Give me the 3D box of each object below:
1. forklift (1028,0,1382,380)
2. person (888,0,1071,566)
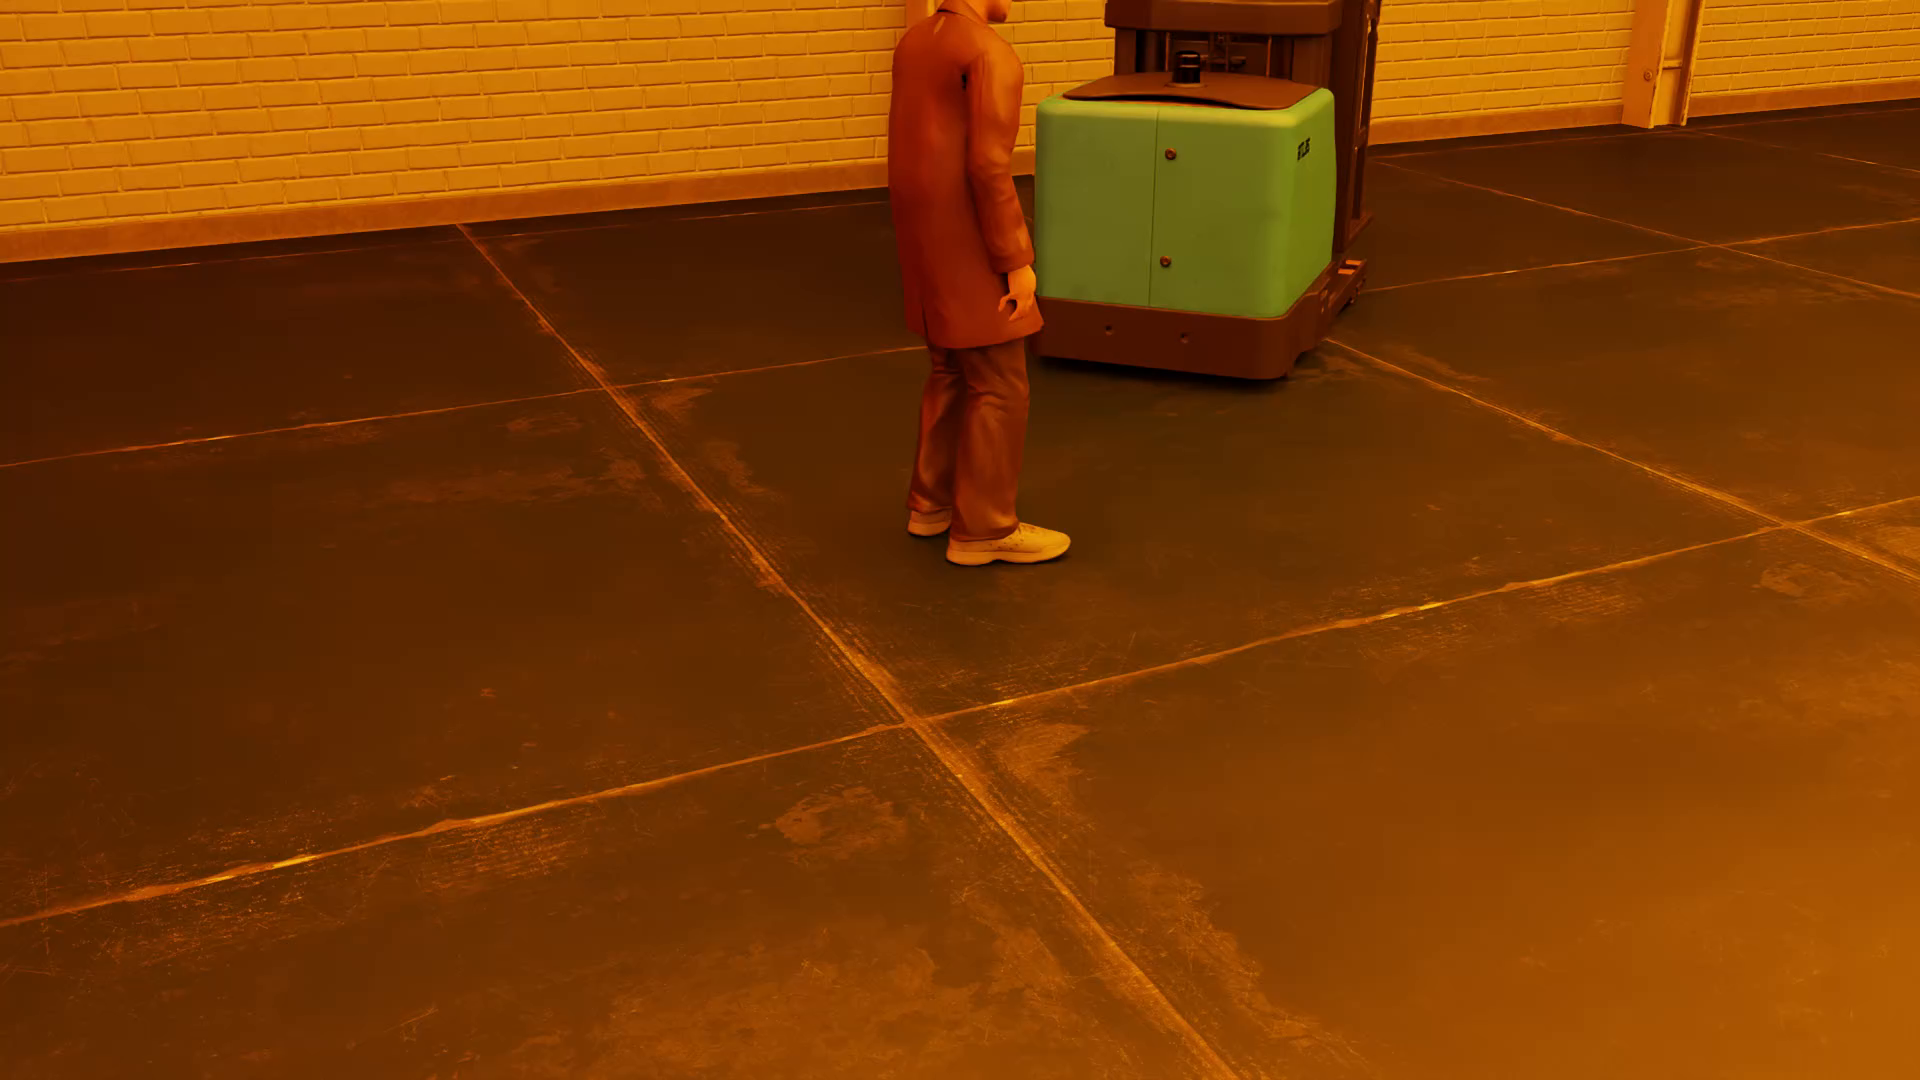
[{"bbox_3d":[1.302,-2.505,7.316,1.130,2.935,3.031,9,24,20],"label":"forklift"},{"bbox_3d":[0.025,-0.827,4.787,0.431,1.773,0.644,-11,25,-25],"label":"person"}]
